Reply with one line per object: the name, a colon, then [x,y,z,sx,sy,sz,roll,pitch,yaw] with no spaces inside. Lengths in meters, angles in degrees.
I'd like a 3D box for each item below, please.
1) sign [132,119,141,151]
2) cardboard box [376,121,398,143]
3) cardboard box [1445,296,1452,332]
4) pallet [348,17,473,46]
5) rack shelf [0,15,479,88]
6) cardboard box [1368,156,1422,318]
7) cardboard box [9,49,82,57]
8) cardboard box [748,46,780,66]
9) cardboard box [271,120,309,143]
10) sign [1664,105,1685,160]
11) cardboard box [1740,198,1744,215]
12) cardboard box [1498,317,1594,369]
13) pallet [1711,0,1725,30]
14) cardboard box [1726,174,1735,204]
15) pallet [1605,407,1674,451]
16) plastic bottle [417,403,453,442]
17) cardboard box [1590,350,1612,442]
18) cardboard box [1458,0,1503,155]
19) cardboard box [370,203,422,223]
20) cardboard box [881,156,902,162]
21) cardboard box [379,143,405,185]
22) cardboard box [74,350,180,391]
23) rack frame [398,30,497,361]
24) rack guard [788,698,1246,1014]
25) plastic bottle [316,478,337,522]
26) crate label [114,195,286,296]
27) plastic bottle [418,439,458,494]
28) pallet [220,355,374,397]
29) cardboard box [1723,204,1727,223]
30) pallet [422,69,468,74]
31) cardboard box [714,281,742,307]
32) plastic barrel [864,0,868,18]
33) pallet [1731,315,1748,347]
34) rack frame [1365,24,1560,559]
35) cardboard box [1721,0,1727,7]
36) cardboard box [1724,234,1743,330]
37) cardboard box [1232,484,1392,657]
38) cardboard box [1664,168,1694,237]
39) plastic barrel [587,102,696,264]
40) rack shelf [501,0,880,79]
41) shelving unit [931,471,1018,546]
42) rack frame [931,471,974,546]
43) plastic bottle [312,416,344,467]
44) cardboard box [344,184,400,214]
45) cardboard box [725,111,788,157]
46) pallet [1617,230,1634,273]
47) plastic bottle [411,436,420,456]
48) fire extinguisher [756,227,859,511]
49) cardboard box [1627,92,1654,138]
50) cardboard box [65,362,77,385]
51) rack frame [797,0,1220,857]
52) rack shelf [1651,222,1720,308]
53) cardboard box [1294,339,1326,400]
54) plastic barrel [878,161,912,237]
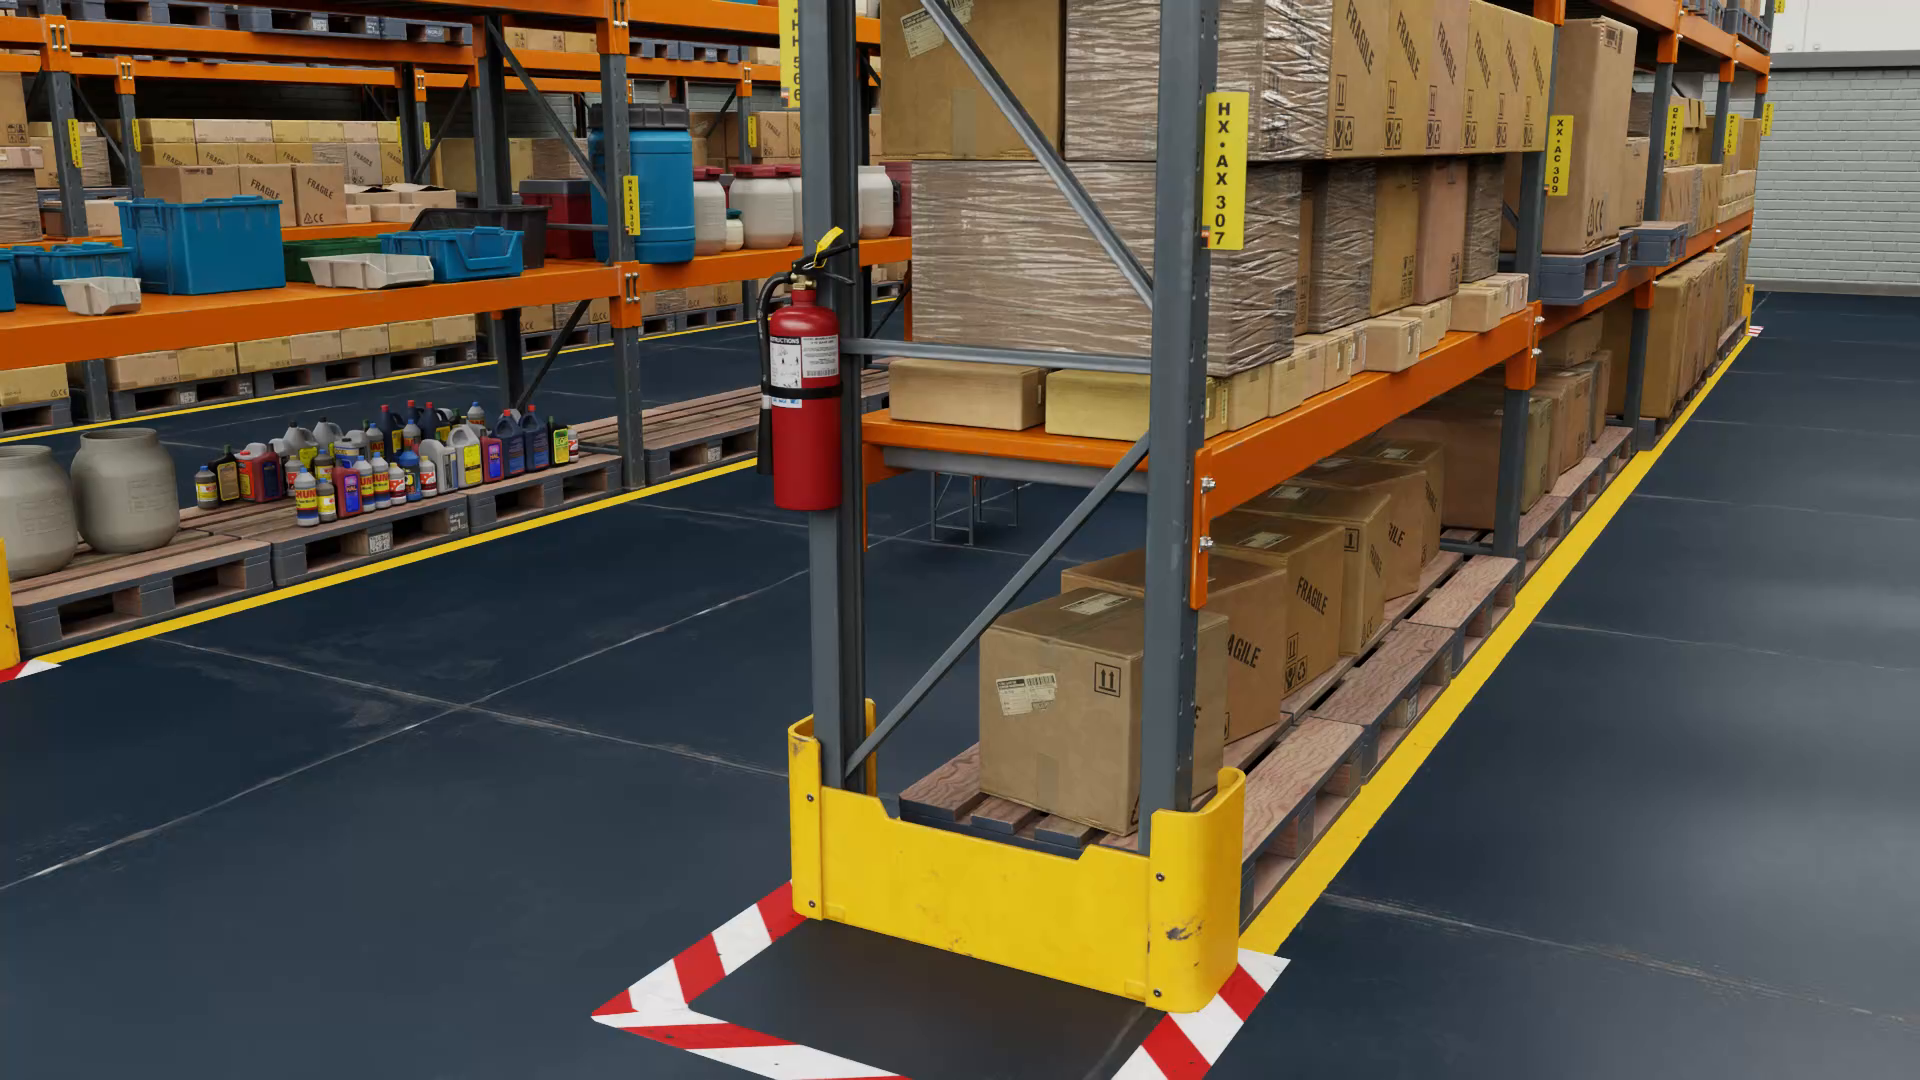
sign: [-8.576,-4.214,17.312,0.100,0.325,0.005,7,15,28]
cardboard box: [-7.124,-5.013,20.435,0.500,0.250,0.500,8,16,29]
cardboard box: [1.610,-0.850,6.197,0.380,0.149,0.250,7,15,28]
pallet: [-4.967,-4.406,14.411,1.213,0.211,1.003,8,16,31]
rack shelf: [-5.685,-3.887,13.391,1.077,0.370,4.000,7,15,28]
cardboard box: [1.043,-1.042,5.609,0.875,0.500,0.500,7,15,28]
cardboard box: [-9.168,-4.996,16.602,0.500,0.311,0.500,7,15,28]
cardboard box: [-2.332,-5.466,18.728,0.500,0.250,0.500,7,15,28]
cardboard box: [-7.872,-4.699,19.136,0.500,0.250,0.500,7,15,27]
sign: [4.432,-2.530,10.328,0.100,0.325,0.005,7,15,28]
cardboard box: [7.319,-3.211,15.990,0.380,0.149,0.250,7,15,28]
cardboard box: [3.407,-1.178,9.815,0.500,0.250,0.500,9,16,34]
pallet: [5.486,-4.058,12.973,0.805,0.209,1.217,7,15,26]
cardboard box: [6.587,-3.126,14.786,0.500,0.250,0.500,7,15,28]
pallet: [4.399,-0.863,11.664,1.003,0.211,1.213,7,15,28]
plastic bottle: [-2.944,-0.597,9.324,0.144,0.351,0.185,7,15,28]
cardboard box: [3.646,-0.925,10.363,0.700,0.500,0.500,6,15,25]
cardboard box: [1.559,-1.596,5.770,0.500,0.500,0.500,7,15,28]
cardboard box: [-4.911,-2.851,14.494,0.380,0.149,0.250,7,15,28]
cardboard box: [-1.076,-4.649,21.204,0.500,0.500,0.500,8,15,29]
cardboard box: [-7.125,-4.650,20.529,0.500,0.500,0.500,7,15,27]
cardboard box: [-6.239,-1.290,12.456,0.500,0.250,0.500,7,15,27]
rack frame: [-4.718,-3.189,15.360,1.000,3.000,0.127,7,15,28]
rack guard: [0.122,0.775,4.251,1.175,0.500,0.348,7,15,28]
plastic bottle: [-3.051,-0.197,7.982,0.097,0.201,0.097,0,14,0]
crate label: [-3.598,-1.411,7.910,0.502,0.435,0.616,7,15,28]
plastic bottle: [-2.707,-0.393,8.635,0.152,0.276,0.135,8,16,29]
pallet: [-5.741,-1.419,13.970,1.003,0.211,1.213,7,15,28]
cardboard box: [6.447,-2.841,14.454,0.380,0.149,0.250,7,15,26]
pallet: [-6.717,-6.152,21.439,1.003,0.211,1.213,7,15,28]
cardboard box: [-2.772,-2.874,18.451,0.500,0.500,0.500,7,15,28]
plastic barrel: [-0.970,-4.185,12.022,0.600,0.901,0.600,0,14,0]
pallet: [7.502,-2.178,17.119,1.003,0.211,1.213,7,15,28]
rack frame: [2.019,-1.245,7.297,1.000,3.000,0.127,7,15,28]
cardboard box: [6.476,-4.923,14.831,0.700,0.500,0.500,8,16,31]
cardboard box: [7.140,-2.551,16.353,0.875,0.875,0.875,7,15,28]
cardboard box: [1.289,0.098,6.163,0.500,0.500,0.500,6,15,23]
cardboard box: [4.917,-2.395,11.853,0.500,0.500,0.500,7,15,27]
plastic barrel: [-1.865,-2.095,9.753,0.600,0.901,0.708,7,15,28]
rack shelf: [-1.350,-3.325,11.060,1.077,0.370,4.000,7,15,28]
shelving unit: [0.080,-0.617,8.534,0.258,1.200,0.503,7,15,28]
rack frame: [-0.038,-0.567,8.326,0.240,1.200,0.015,7,15,28]
plastic bottle: [-3.367,-0.488,8.870,0.144,0.351,0.185,7,15,28]
cardboard box: [-5.320,-2.984,14.701,0.500,0.311,0.500,7,15,27]
cardboard box: [-2.310,-4.609,18.904,0.500,0.500,0.500,8,16,29]
pallet: [3.031,-1.562,9.020,1.003,0.211,1.213,7,15,28]
plastic bottle: [-2.801,-0.408,8.683,0.061,0.283,0.133,7,15,28]
fire extinguisher: [-0.374,-0.415,4.022,0.296,0.674,0.183,7,15,28]
cardboard box: [4.320,-2.750,11.187,0.797,0.503,0.637,8,16,30]
cardboard box: [-6.705,-1.353,12.718,0.500,0.250,0.500,7,15,27]
rack frame: [0.085,-0.424,3.893,1.000,3.000,0.127,7,15,28]
rack shelf: [4.919,-2.126,12.488,1.077,0.370,4.000,7,15,28]
cardboard box: [0.806,-0.486,4.685,0.380,0.149,0.250,7,15,28]
plastic barrel: [-0.342,-2.563,12.476,0.600,0.536,0.708,7,15,28]
